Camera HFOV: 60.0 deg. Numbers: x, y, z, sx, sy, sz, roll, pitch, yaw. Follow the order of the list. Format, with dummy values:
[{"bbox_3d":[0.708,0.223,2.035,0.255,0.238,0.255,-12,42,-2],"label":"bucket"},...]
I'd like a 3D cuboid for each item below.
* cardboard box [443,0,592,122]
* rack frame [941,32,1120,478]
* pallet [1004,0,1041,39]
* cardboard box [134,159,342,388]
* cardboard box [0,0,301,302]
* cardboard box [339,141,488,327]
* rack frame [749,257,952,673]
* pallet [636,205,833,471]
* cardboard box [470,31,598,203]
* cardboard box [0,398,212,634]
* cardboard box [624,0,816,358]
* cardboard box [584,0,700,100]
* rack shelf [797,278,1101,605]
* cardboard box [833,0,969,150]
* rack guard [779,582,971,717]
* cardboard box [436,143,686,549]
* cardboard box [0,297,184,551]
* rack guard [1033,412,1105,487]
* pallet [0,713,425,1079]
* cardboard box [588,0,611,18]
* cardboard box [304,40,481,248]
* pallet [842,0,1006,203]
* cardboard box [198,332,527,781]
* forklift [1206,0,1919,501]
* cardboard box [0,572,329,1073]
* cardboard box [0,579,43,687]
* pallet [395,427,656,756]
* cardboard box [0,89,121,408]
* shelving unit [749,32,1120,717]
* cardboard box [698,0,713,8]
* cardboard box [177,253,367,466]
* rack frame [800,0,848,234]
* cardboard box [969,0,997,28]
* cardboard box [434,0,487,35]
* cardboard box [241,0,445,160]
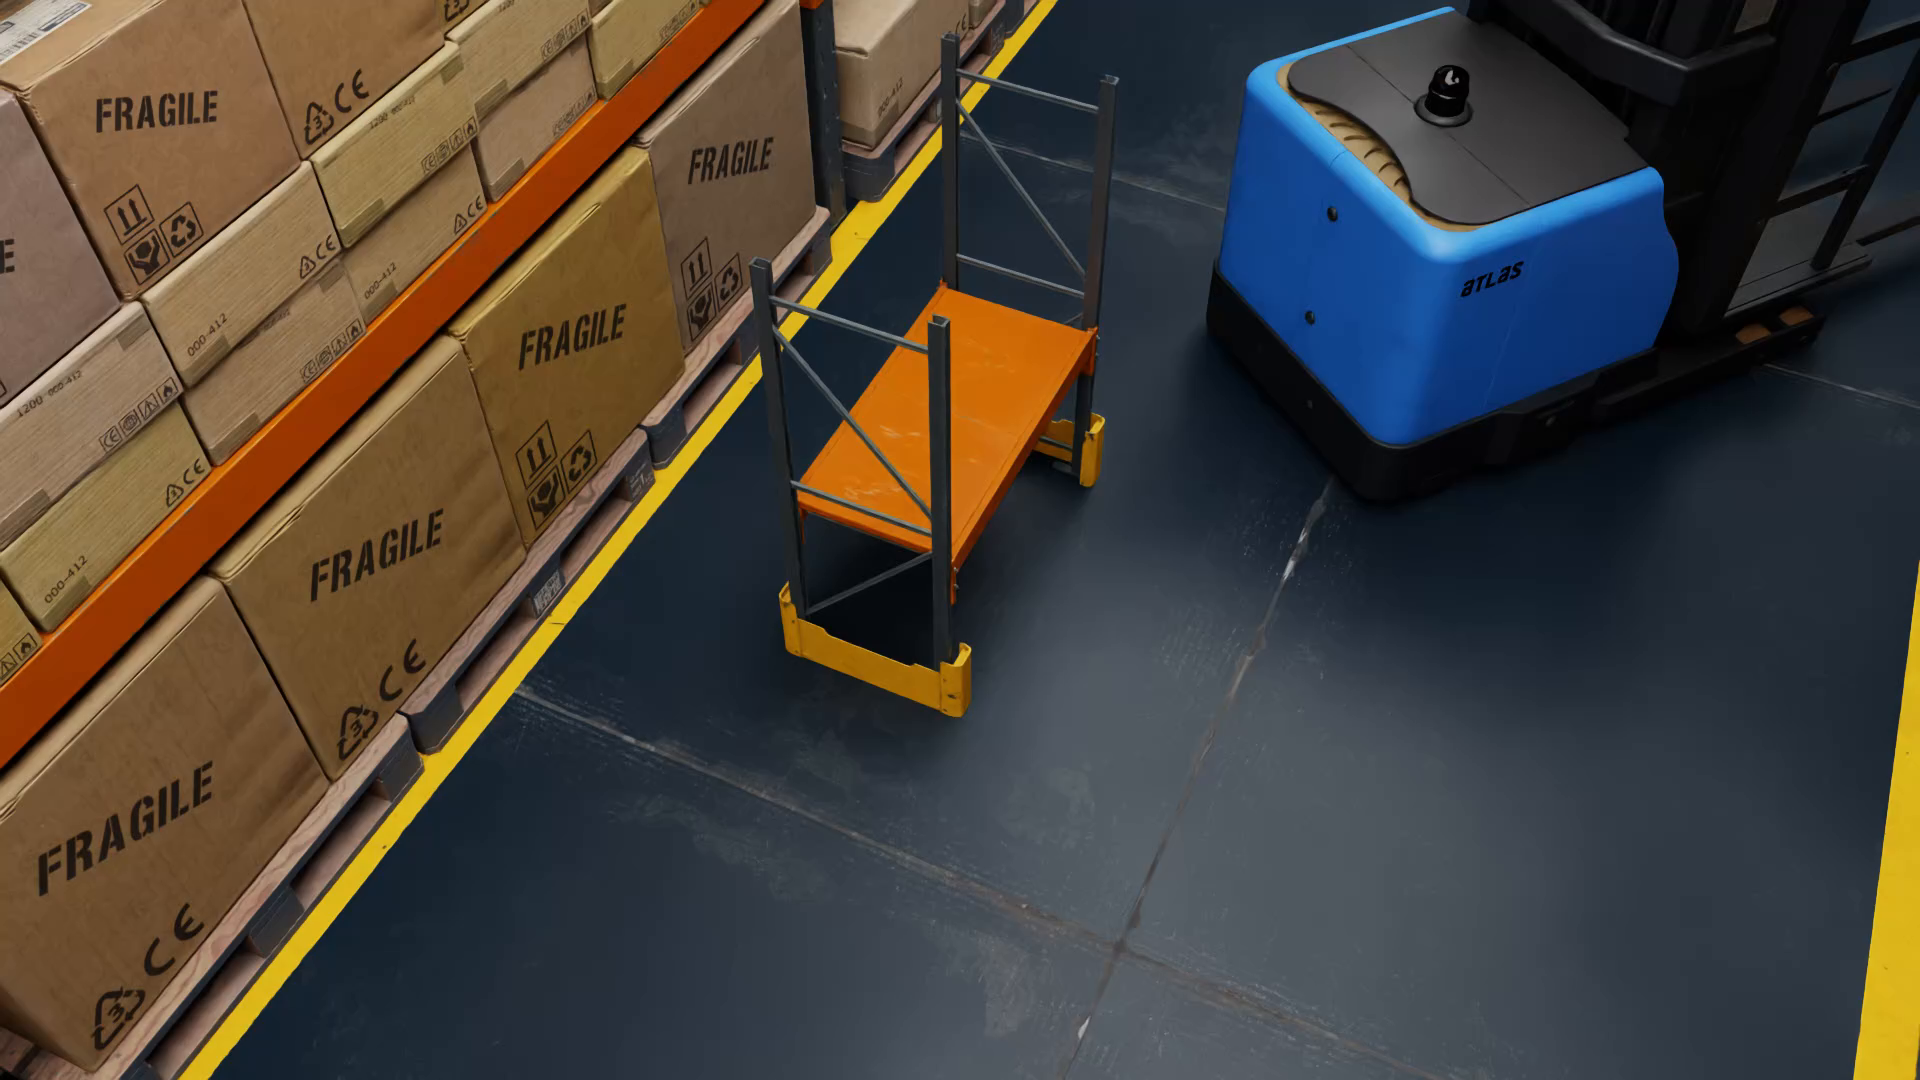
[{"bbox_3d":[-1.296,-1.349,4.199,0.500,0.250,0.500,21,53,17],"label":"cardboard box"},{"bbox_3d":[0.181,-0.777,4.927,0.500,1.500,0.032,20,52,16],"label":"rack frame"},{"bbox_3d":[0.010,-2.761,7.461,1.003,0.211,1.213,20,52,16],"label":"pallet"},{"bbox_3d":[-1.728,-0.646,3.600,0.500,0.250,0.500,20,52,16],"label":"cardboard box"},{"bbox_3d":[-1.744,-0.882,3.309,0.500,0.500,0.500,21,53,17],"label":"cardboard box"},{"bbox_3d":[-1.537,-0.836,4.090,0.500,0.250,0.500,20,52,16],"label":"cardboard box"},{"bbox_3d":[-0.254,-0.077,4.331,0.500,1.500,0.032,20,52,16],"label":"rack frame"},{"bbox_3d":[-1.167,-0.864,5.847,1.003,0.211,1.213,20,52,16],"label":"pallet"},{"bbox_3d":[-1.320,-1.193,4.394,0.500,0.250,0.500,19,52,15],"label":"cardboard box"},{"bbox_3d":[-1.974,-0.135,3.494,0.500,0.250,0.500,18,52,15],"label":"cardboard box"},{"bbox_3d":[-1.098,-1.318,5.522,0.875,0.875,0.875,21,53,17],"label":"cardboard box"},{"bbox_3d":[-1.088,-1.534,4.684,0.500,0.250,0.500,19,52,16],"label":"cardboard box"},{"bbox_3d":[-0.036,-0.311,4.766,0.538,0.185,1.000,20,52,16],"label":"rack shelf"},{"bbox_3d":[-0.540,-2.027,6.412,0.875,0.438,0.875,19,52,16],"label":"cardboard box"},{"bbox_3d":[-0.245,0.314,4.818,0.587,0.250,0.087,20,52,16],"label":"rack guard"},{"bbox_3d":[-1.477,-0.694,4.990,0.875,0.875,0.875,21,53,17],"label":"cardboard box"},{"bbox_3d":[-1.953,-0.307,3.312,0.500,0.250,0.500,21,53,17],"label":"cardboard box"},{"bbox_3d":[0.180,-0.371,5.402,0.587,0.250,0.087,20,52,16],"label":"rack guard"},{"bbox_3d":[-2.209,0.816,4.417,1.003,0.211,1.213,20,52,16],"label":"pallet"},{"bbox_3d":[-1.081,-1.708,4.504,0.500,0.250,0.500,21,53,17],"label":"cardboard box"},{"bbox_3d":[-1.500,-0.991,3.894,0.500,0.250,0.500,21,53,17],"label":"cardboard box"},{"bbox_3d":[-0.510,-1.918,6.744,1.003,0.211,1.213,20,52,16],"label":"pallet"},{"bbox_3d":[-1.859,-0.078,4.467,0.875,0.875,0.875,20,53,17],"label":"cardboard box"},{"bbox_3d":[2.412,-1.874,4.920,3.031,2.935,1.130,-21,53,-17],"label":"forklift"},{"bbox_3d":[-2.244,0.534,3.945,0.875,0.875,0.875,19,52,16],"label":"cardboard box"},{"bbox_3d":[-2.178,0.224,3.188,0.500,0.250,0.500,19,52,15],"label":"cardboard box"},{"bbox_3d":[-1.687,-0.021,5.129,1.003,0.211,1.213,20,52,16],"label":"pallet"},{"bbox_3d":[-1.979,-0.531,3.010,0.500,0.500,0.500,20,52,16],"label":"cardboard box"},{"bbox_3d":[-0.033,-0.434,4.634,0.587,1.500,1.083,20,52,16],"label":"shelving unit"},{"bbox_3d":[-0.869,-1.884,4.982,0.500,0.250,0.500,19,52,15],"label":"cardboard box"},{"bbox_3d":[-1.745,-0.495,3.800,0.500,0.250,0.500,21,53,17],"label":"cardboard box"},{"bbox_3d":[-0.905,-2.324,5.258,1.000,3.000,0.127,20,52,16],"label":"rack frame"},{"bbox_3d":[-0.158,-2.644,6.937,0.875,0.438,0.875,18,52,15],"label":"cardboard box"},{"bbox_3d":[-1.318,-1.590,3.911,0.500,0.500,0.500,21,53,17],"label":"cardboard box"},{"bbox_3d":[-1.525,-1.228,3.603,0.500,0.500,0.500,21,53,17],"label":"cardboard box"}]
